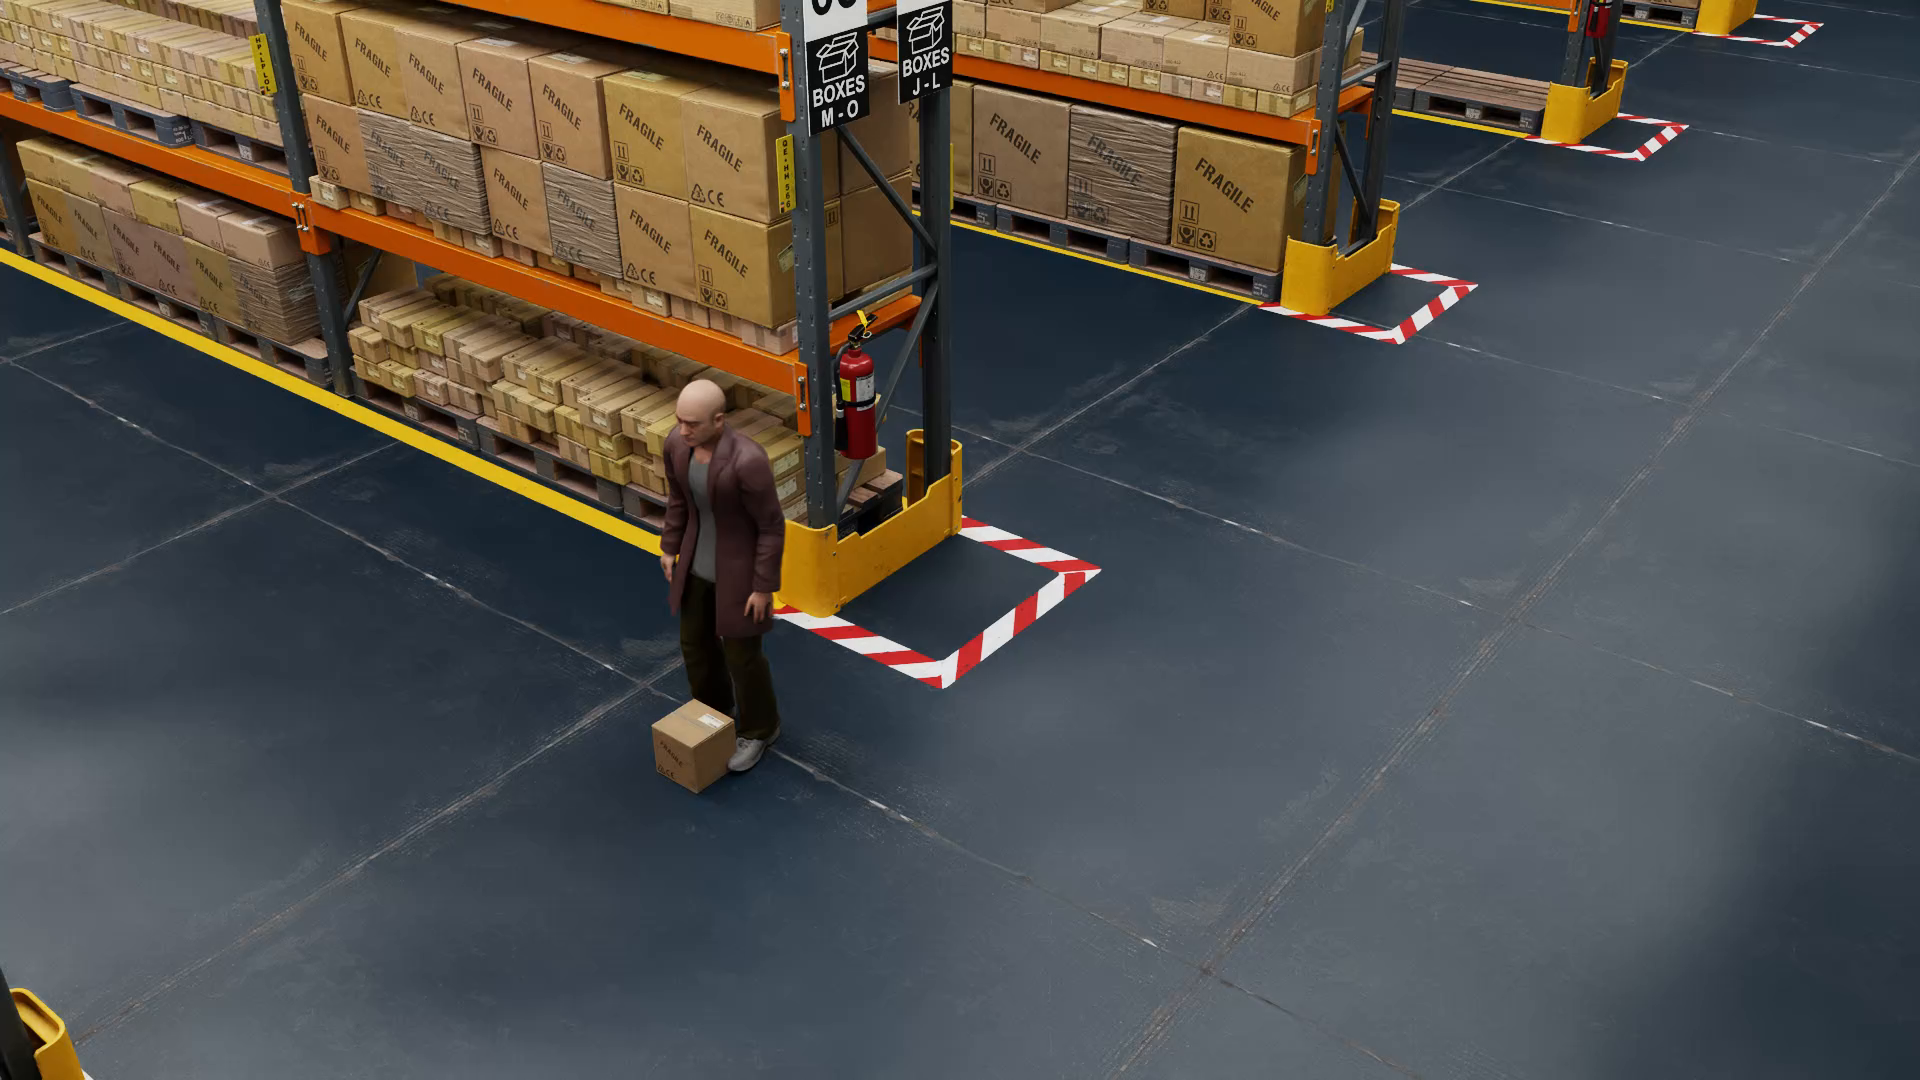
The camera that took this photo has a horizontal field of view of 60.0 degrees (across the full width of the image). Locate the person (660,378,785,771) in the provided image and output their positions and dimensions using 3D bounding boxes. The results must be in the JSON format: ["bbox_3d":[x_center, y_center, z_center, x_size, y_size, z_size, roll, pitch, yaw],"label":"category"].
[{"bbox_3d":[-0.998,0.124,6.936,0.644,1.774,0.427,21,37,32],"label":"person"}]
